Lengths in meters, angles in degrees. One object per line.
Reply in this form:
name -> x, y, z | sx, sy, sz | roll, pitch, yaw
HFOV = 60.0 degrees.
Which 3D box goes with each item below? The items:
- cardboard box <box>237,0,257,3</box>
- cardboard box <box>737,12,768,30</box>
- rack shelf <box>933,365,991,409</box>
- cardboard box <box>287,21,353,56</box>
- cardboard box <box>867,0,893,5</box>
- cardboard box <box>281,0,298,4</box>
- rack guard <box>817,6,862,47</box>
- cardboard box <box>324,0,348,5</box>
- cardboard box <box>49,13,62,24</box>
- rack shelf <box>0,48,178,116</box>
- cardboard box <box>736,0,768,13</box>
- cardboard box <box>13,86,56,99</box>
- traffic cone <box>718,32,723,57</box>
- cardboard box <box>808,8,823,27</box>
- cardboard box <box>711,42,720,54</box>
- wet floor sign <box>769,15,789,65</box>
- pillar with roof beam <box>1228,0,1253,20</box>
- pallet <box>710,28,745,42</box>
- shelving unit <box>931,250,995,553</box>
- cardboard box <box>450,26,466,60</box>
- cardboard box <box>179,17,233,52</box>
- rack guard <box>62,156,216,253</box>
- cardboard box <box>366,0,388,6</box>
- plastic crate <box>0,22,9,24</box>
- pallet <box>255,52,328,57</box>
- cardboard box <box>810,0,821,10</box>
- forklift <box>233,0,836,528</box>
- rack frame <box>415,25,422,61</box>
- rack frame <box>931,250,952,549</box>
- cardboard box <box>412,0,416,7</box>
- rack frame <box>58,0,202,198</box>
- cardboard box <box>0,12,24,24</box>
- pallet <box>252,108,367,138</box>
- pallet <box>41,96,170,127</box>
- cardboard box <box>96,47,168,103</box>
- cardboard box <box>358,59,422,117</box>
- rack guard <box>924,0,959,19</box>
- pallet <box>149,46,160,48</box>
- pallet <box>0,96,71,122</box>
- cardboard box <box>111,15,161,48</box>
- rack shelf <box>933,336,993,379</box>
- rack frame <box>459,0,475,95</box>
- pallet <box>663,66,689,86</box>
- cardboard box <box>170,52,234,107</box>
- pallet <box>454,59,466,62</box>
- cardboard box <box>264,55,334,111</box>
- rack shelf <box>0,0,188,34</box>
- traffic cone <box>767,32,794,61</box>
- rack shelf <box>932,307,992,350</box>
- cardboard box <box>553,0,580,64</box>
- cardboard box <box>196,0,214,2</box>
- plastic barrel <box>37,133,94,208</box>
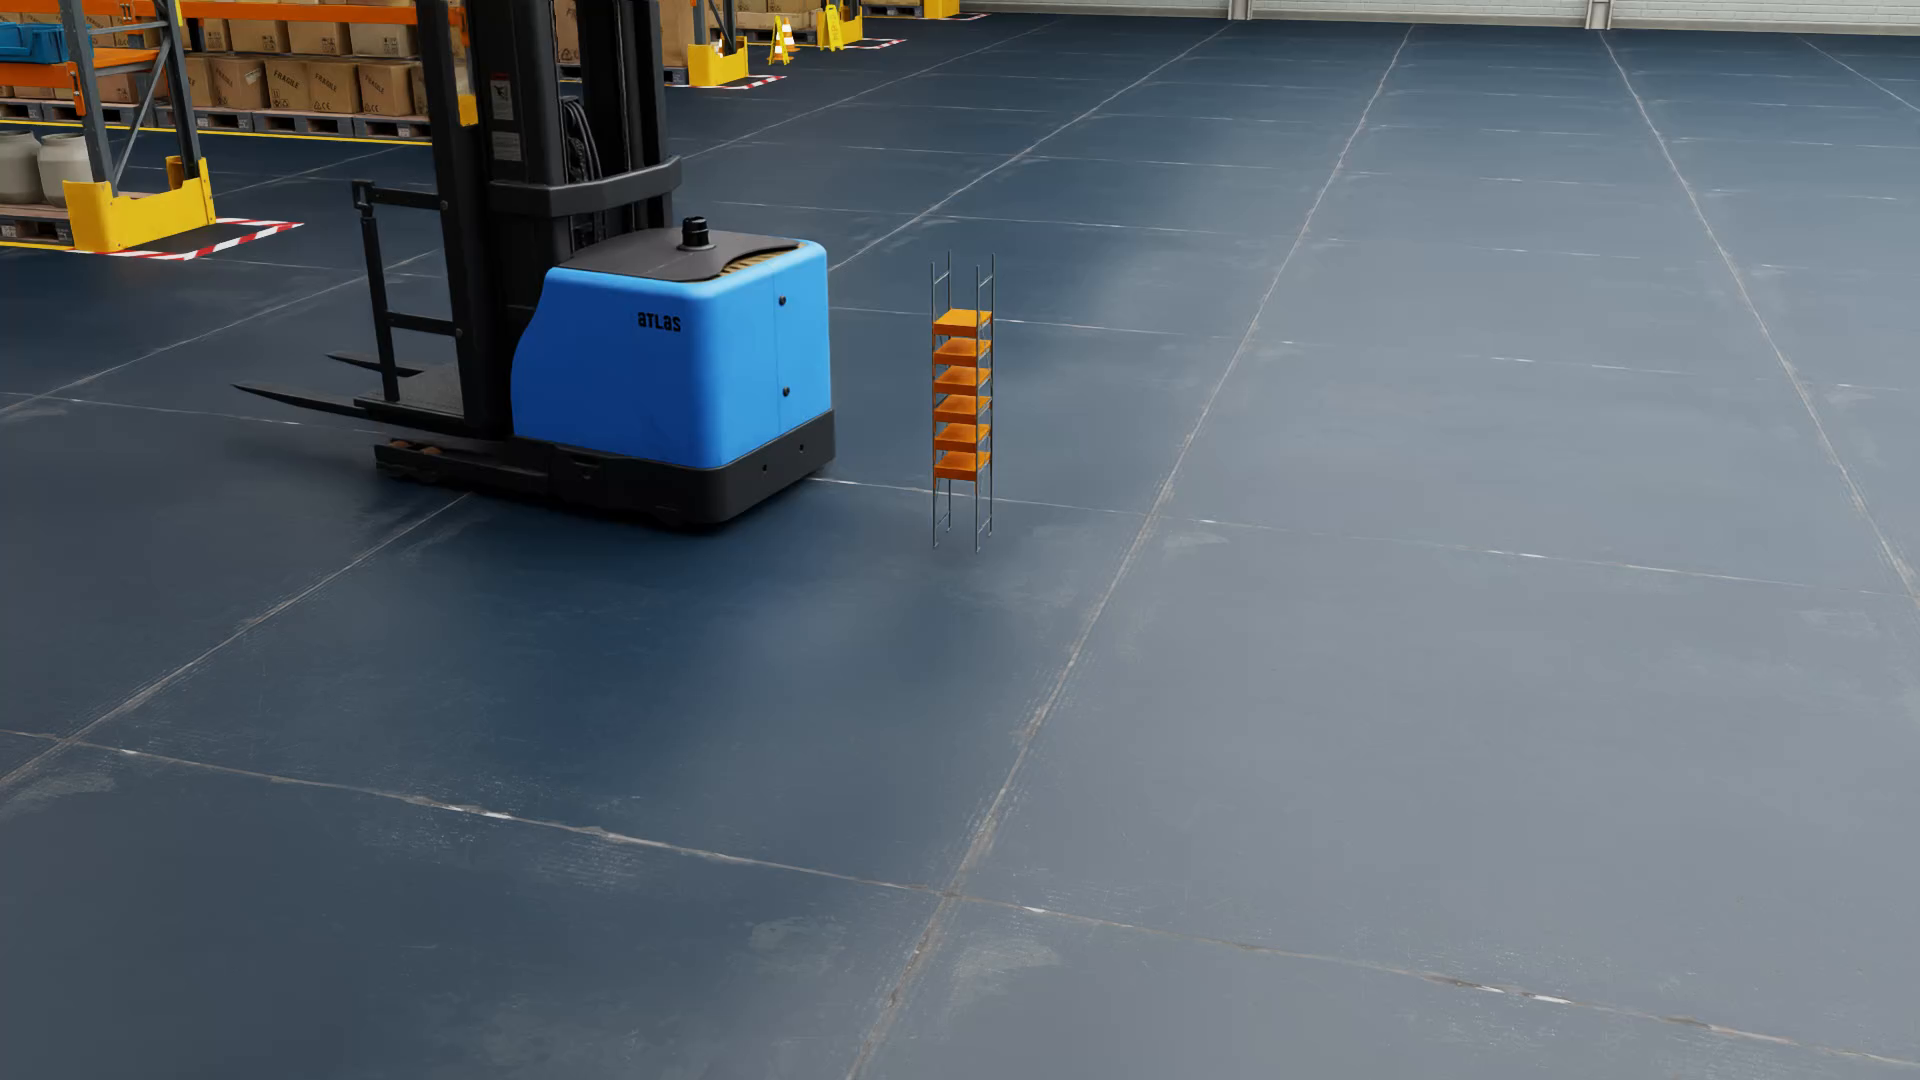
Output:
cardboard box -> -7.154, -5.571, 16.953 | 0.250, 0.149, 0.380 | 7, 23, 16
cardboard box -> -3.130, -8.083, 25.816 | 0.500, 0.250, 0.500 | 7, 23, 16
rack shelf -> 0.014, -0.623, 6.733 | 0.180, 0.103, 0.258 | 7, 23, 15
cardboard box -> -8.490, -7.035, 22.603 | 0.750, 0.750, 1.050 | 7, 23, 15
cardboard box -> -1.369, -9.831, 30.077 | 0.500, 0.250, 0.500 | 7, 23, 15
cardboard box -> -6.666, -5.528, 16.850 | 0.250, 0.149, 0.380 | 7, 23, 16
rack guard -> -1.858, -7.962, 25.745 | 0.348, 0.500, 1.175 | 7, 23, 16
cardboard box -> -6.181, -5.481, 16.733 | 0.250, 0.149, 0.380 | 7, 23, 16
cardboard box -> -12.489, -7.303, 23.585 | 0.500, 0.500, 0.500 | 5, 23, 13
rack shelf -> -7.993, -3.596, 12.757 | 4.000, 0.370, 1.077 | 7, 23, 16
cardboard box -> -3.128, -8.428, 25.670 | 0.500, 0.500, 0.500 | 7, 23, 17
cardboard box -> -10.045, -5.190, 18.409 | 0.500, 0.500, 0.700 | 5, 23, 11
traffic cone -> -3.216, -6.701, 22.720 | 0.334, 0.463, 0.336 | 7, 23, 16
cardboard box -> -2.477, -8.221, 26.153 | 0.500, 0.250, 0.500 | 6, 23, 15
cardboard box -> -3.623, -7.201, 24.352 | 0.380, 0.149, 0.250 | -20, 29, -39
wet floor sign -> -2.518, -6.927, 23.032 | 0.232, 0.644, 0.267 | 3, 22, 6
pillar with roof beam -> 3.740, -11.871, 24.077 | 0.400, 9.000, 9.100 | 7, 23, 16
pallet -> -3.789, -8.065, 26.376 | 1.213, 0.211, 1.003 | 7, 23, 16
shelving unit -> 0.014, -0.554, 6.762 | 0.189, 1.200, 0.258 | 7, 23, 15
cardboard box -> -6.366, -6.856, 22.001 | 0.875, 0.875, 0.875 | 7, 23, 16
cardboard box -> -10.220, -7.232, 23.082 | 0.750, 0.750, 1.050 | 6, 23, 15
rack guard -> -6.164, -2.545, 12.539 | 0.348, 0.500, 1.175 | 7, 23, 16
cardboard box -> -5.708, -5.419, 16.583 | 0.250, 0.149, 0.380 | 7, 23, 16
plastic crate -> -7.264, -3.661, 12.161 | 0.408, 0.251, 0.499 | 7, 23, 16
pallet -> -8.880, -6.639, 22.901 | 1.213, 0.211, 1.003 | 7, 23, 16
cardboard box -> -2.500, -8.570, 26.017 | 0.500, 0.500, 0.500 | 6, 23, 14
forklift -> -2.131, -1.780, 7.471 | 3.031, 2.935, 1.130 | 11, 25, 25
rack frame -> -6.947, -7.739, 21.908 | 0.127, 3.000, 1.000 | 7, 23, 16
rack frame -> -0.074, -0.564, 6.787 | 0.006, 1.200, 0.240 | 7, 23, 15
cardboard box -> -5.219, -5.377, 16.481 | 0.250, 0.149, 0.380 | 7, 23, 16
rack frame -> -6.078, -3.710, 12.086 | 0.127, 3.000, 1.000 | 7, 23, 16
cardboard box -> -13.469, -7.419, 23.868 | 0.500, 0.500, 0.500 | 8, 24, 18
pallet -> -6.652, -4.464, 17.598 | 1.213, 0.211, 1.003 | 7, 23, 16
pallet -> -9.223, -4.743, 18.278 | 1.213, 0.211, 1.003 | 7, 23, 16
cardboard box -> -9.059, -5.070, 18.116 | 0.500, 0.500, 0.700 | 5, 23, 11
cardboard box -> -5.823, -4.675, 17.178 | 0.500, 0.500, 0.500 | 13, 26, 29
rack guard -> -0.332, -9.755, 30.116 | 0.348, 0.500, 1.175 | 7, 23, 16
pallet -> -11.525, -6.974, 23.716 | 1.213, 0.211, 1.003 | 7, 23, 16
pallet -> -10.394, -4.876, 18.602 | 1.213, 0.211, 1.003 | 7, 23, 16
cardboard box -> -11.483, -7.192, 23.316 | 0.500, 0.500, 0.500 | 6, 23, 15
rack shelf -> 0.014, -0.734, 6.688 | 0.180, 0.103, 0.258 | 7, 23, 15
rack frame -> -4.647, -5.509, 16.473 | 0.127, 3.000, 1.000 | 7, 23, 16
pallet -> -3.906, -6.070, 21.513 | 1.213, 0.211, 1.003 | 7, 23, 15
cardboard box -> -8.106, -4.927, 17.794 | 0.500, 0.500, 0.500 | 6, 23, 14
pallet -> -6.242, -6.337, 22.165 | 1.213, 0.211, 1.003 | 7, 23, 15
cardboard box -> -6.938, -4.828, 17.551 | 0.500, 0.500, 0.500 | 4, 23, 11
rack shelf -> -10.392, -5.834, 18.213 | 4.000, 0.370, 1.077 | 7, 23, 16
traffic cone -> -2.564, -7.074, 23.630 | 0.334, 0.463, 0.336 | 7, 23, 16
rack shelf -> 0.014, -0.845, 6.642 | 0.180, 0.103, 0.258 | 7, 23, 15
cardboard box -> -4.629, -6.658, 21.518 | 0.875, 0.875, 0.875 | 6, 23, 15
cardboard box -> -7.633, -5.625, 17.086 | 0.250, 0.149, 0.380 | 7, 23, 16
plastic barrel -> -6.730, -2.798, 12.586 | 0.421, 0.512, 0.421 | 0, 22, 0
